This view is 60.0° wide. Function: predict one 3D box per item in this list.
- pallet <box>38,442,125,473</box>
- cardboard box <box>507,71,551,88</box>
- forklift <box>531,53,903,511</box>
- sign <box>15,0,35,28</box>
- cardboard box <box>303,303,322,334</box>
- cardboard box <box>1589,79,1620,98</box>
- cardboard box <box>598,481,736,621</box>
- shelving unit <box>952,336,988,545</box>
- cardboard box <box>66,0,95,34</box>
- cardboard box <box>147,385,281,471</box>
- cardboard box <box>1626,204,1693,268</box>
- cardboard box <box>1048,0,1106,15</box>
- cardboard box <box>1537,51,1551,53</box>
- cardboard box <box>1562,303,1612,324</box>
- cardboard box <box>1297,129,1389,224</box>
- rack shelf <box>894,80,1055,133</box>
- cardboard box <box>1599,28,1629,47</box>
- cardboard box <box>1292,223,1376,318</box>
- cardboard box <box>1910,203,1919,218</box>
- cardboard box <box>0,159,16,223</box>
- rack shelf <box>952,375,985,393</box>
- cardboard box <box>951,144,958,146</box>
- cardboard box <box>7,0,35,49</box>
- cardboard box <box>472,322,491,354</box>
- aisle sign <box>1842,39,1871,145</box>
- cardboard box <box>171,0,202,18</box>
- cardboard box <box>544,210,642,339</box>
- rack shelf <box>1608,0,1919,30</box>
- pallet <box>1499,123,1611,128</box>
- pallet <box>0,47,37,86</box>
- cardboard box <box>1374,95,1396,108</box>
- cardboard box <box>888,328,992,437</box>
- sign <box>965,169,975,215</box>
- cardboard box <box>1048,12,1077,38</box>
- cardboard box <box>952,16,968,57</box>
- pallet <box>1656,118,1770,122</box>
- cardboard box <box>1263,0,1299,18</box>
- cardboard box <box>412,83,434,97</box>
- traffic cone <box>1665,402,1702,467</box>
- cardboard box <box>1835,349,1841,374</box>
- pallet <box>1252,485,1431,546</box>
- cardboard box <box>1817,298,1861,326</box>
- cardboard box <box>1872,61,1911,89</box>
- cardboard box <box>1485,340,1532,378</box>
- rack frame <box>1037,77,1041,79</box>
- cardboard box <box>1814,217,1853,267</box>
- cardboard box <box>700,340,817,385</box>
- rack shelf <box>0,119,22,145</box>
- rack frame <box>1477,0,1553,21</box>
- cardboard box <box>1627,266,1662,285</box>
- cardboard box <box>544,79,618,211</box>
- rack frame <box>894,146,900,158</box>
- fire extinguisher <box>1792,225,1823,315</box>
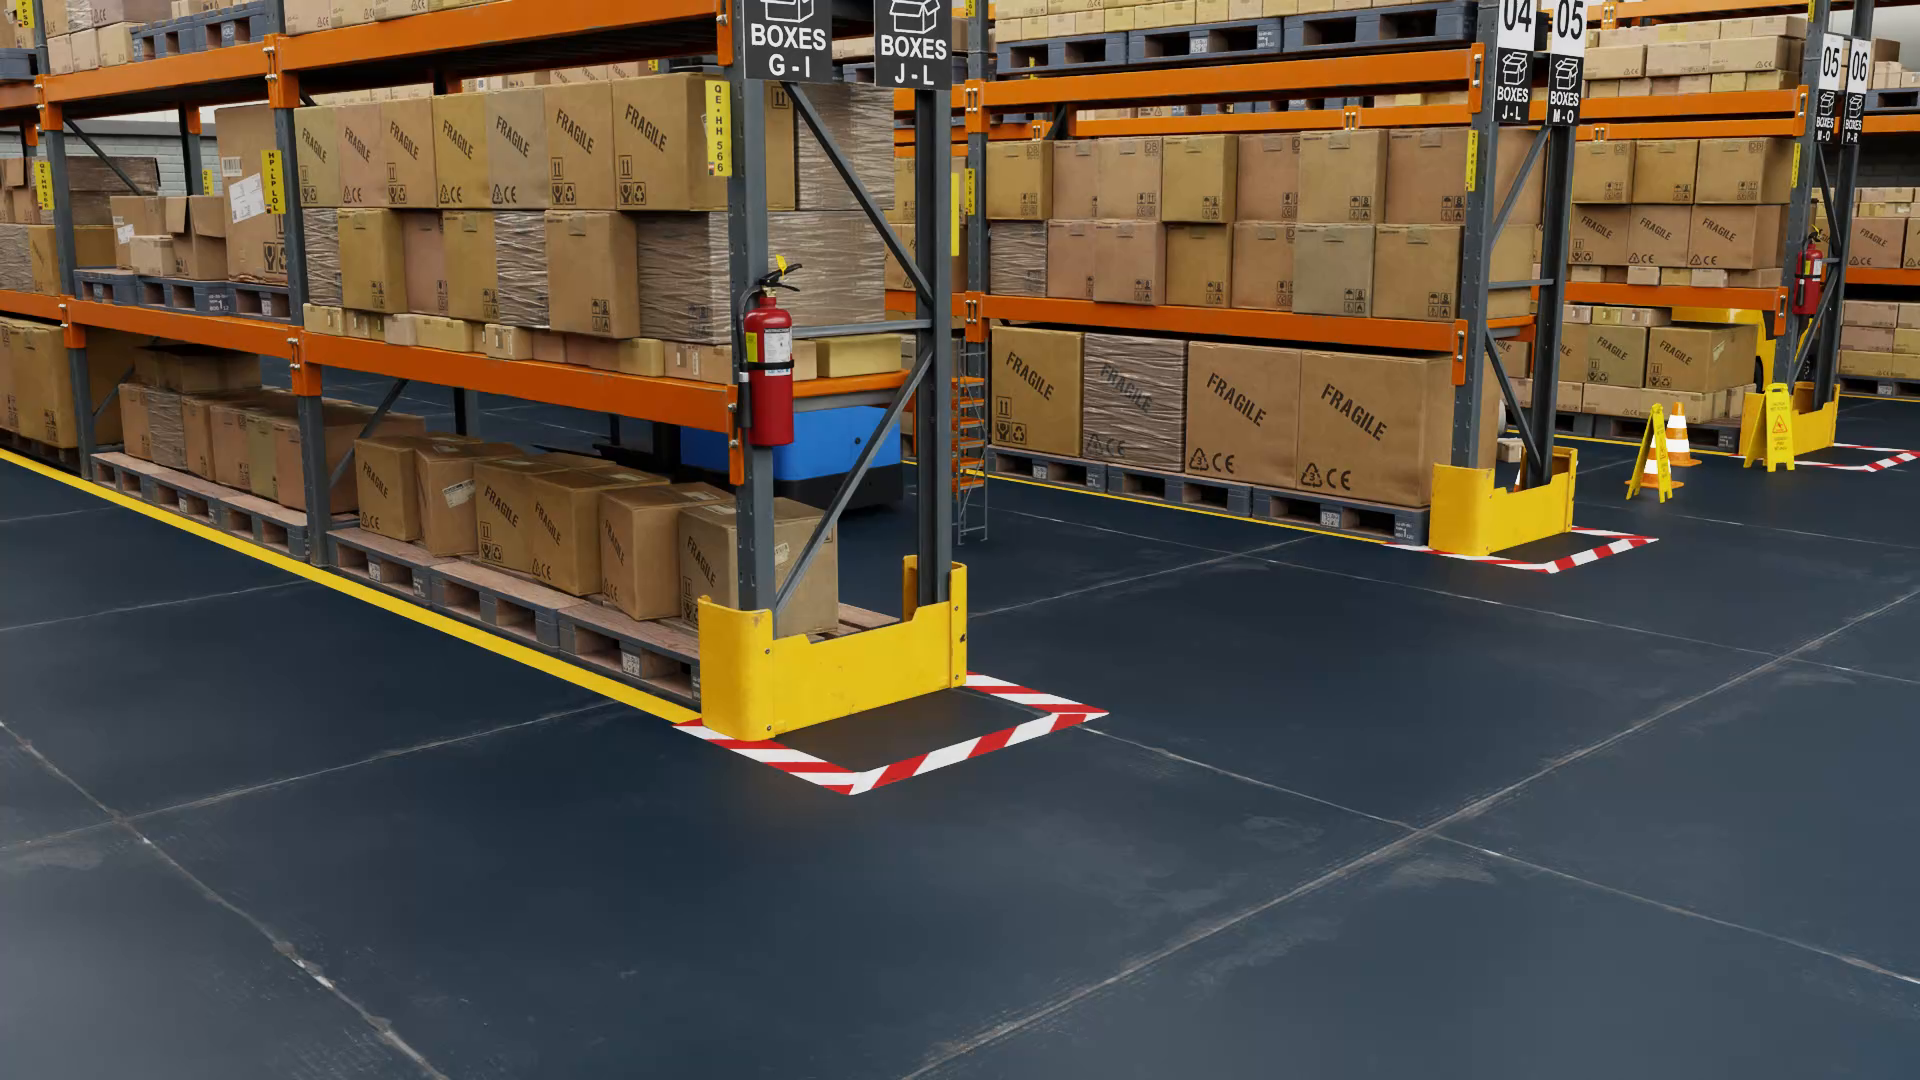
[{"bbox_3d":[-6.450,-0.730,12.932,1.003,0.211,1.213,-11,16,-43],"label":"pallet"},{"bbox_3d":[-4.093,-4.712,16.619,0.797,0.503,0.637,-11,16,-43],"label":"cardboard box"},{"bbox_3d":[-1.801,-1.763,11.207,3.031,2.935,1.130,10,16,41],"label":"forklift"},{"bbox_3d":[-6.367,-3.655,11.309,0.100,0.325,0.005,-11,16,-43],"label":"sign"},{"bbox_3d":[-3.266,-1.190,8.877,0.380,0.149,0.250,-11,16,-43],"label":"cardboard box"},{"bbox_3d":[5.420,-3.734,13.789,0.250,0.149,0.380,11,16,44],"label":"cardboard box"},{"bbox_3d":[-1.292,0.040,7.438,0.500,0.500,0.500,-6,13,-28],"label":"cardboard box"},{"bbox_3d":[0.010,-0.586,9.780,0.258,1.200,0.189,-11,16,-43],"label":"shelving unit"},{"bbox_3d":[-5.474,-3.554,10.809,0.500,0.500,0.500,-11,16,-42],"label":"cardboard box"},{"bbox_3d":[-5.090,-0.787,11.403,0.500,0.500,0.700,10,15,40],"label":"cardboard box"},{"bbox_3d":[5.816,-2.493,13.593,0.500,0.500,0.500,-11,16,-42],"label":"cardboard box"},{"bbox_3d":[0.945,-3.675,11.229,0.500,0.250,0.500,-11,16,-43],"label":"cardboard box"},{"bbox_3d":[5.126,-3.984,14.017,0.500,0.250,0.500,-11,16,-42],"label":"cardboard box"},{"bbox_3d":[5.336,-1.928,14.145,0.380,0.149,0.250,-10,15,-40],"label":"cardboard box"},{"bbox_3d":[2.547,-2.208,10.149,0.875,0.550,0.550,-11,16,-43],"label":"cardboard box"},{"bbox_3d":[-0.921,-3.472,13.677,1.077,0.370,4.000,-11,16,-43],"label":"rack shelf"},{"bbox_3d":[5.482,-4.129,13.732,0.250,0.149,0.380,11,16,44],"label":"cardboard box"},{"bbox_3d":[2.538,-1.678,10.249,0.875,0.550,0.550,-11,16,-43],"label":"cardboard box"},{"bbox_3d":[9.680,-3.287,16.578,0.380,0.149,0.250,-11,16,-42],"label":"cardboard box"},{"bbox_3d":[-7.369,-2.812,13.393,0.797,0.503,0.637,-10,15,-41],"label":"cardboard box"},{"bbox_3d":[0.010,-0.895,9.716,0.258,0.103,0.180,-11,16,-43],"label":"rack shelf"},{"bbox_3d":[-0.029,-6.316,26.323,0.380,0.149,0.250,-11,16,-43],"label":"cardboard box"},{"bbox_3d":[-6.433,-3.775,12.069,0.797,0.503,0.637,-10,15,-39],"label":"cardboard box"},{"bbox_3d":[-2.015,-0.943,7.677,0.380,0.149,0.250,-11,16,-43],"label":"cardboard box"},{"bbox_3d":[6.999,-3.491,12.980,0.394,0.787,0.004,-11,16,-43],"label":"aisle sign"},{"bbox_3d":[-4.564,-3.207,10.147,0.250,0.166,0.380,11,16,44],"label":"cardboard box"},{"bbox_3d":[-1.227,-1.138,7.015,0.875,0.500,0.500,-11,16,-43],"label":"cardboard box"},{"bbox_3d":[8.939,-5.558,17.361,1.077,0.370,4.000,-11,16,-43],"label":"rack shelf"},{"bbox_3d":[6.939,-4.962,19.603,1.217,0.209,0.805,11,16,43],"label":"pallet"},{"bbox_3d":[-6.443,-3.433,12.178,1.213,0.211,1.003,-10,15,-40],"label":"pallet"},{"bbox_3d":[4.008,-4.033,15.242,0.380,0.149,0.250,-11,16,-43],"label":"cardboard box"},{"bbox_3d":[-0.034,-1.245,13.054,1.050,0.750,0.750,-11,16,-43],"label":"cardboard box"},{"bbox_3d":[0.074,-2.514,12.008,0.100,0.325,0.005,-11,16,-43],"label":"sign"},{"bbox_3d":[0.817,-3.489,11.313,0.380,0.149,0.250,-11,16,-43],"label":"cardboard box"},{"bbox_3d":[-0.144,-3.794,12.543,0.500,0.250,0.500,-11,16,-42],"label":"cardboard box"},{"bbox_3d":[8.165,-4.765,18.390,1.003,0.211,1.213,-11,16,-43],"label":"pallet"},{"bbox_3d":[2.044,-3.230,10.055,0.380,0.149,0.250,-11,16,-43],"label":"cardboard box"},{"bbox_3d":[-5.568,-4.903,17.975,0.500,0.250,0.500,11,16,42],"label":"cardboard box"},{"bbox_3d":[5.503,-0.824,12.765,0.336,0.463,0.334,-11,16,-43],"label":"traffic cone"},{"bbox_3d":[9.091,-1.908,17.510,0.500,0.250,0.500,-11,16,-42],"label":"cardboard box"},{"bbox_3d":[2.613,-0.219,10.452,1.003,0.211,1.213,-11,16,-43],"label":"pallet"},{"bbox_3d":[9.064,-2.394,17.395,0.500,0.250,0.500,-11,16,-42],"label":"cardboard box"},{"bbox_3d":[9.353,-4.649,16.656,0.396,0.266,0.258,-11,16,-42],"label":"cardboard box"},{"bbox_3d":[4.917,-1.718,14.730,0.500,0.500,0.500,-10,15,-40],"label":"cardboard box"},{"bbox_3d":[1.208,-6.289,18.139,1.000,3.000,0.127,-11,16,-43],"label":"rack frame"},{"bbox_3d":[9.084,-3.112,17.334,0.500,0.500,0.500,-11,16,-44],"label":"cardboard box"},{"bbox_3d":[-0.781,-0.692,6.462,0.380,0.149,0.250,-11,16,-43],"label":"cardboard box"},{"bbox_3d":[-10.103,-3.963,16.061,1.077,0.370,4.000,-11,16,-43],"label":"rack shelf"},{"bbox_3d":[3.222,-4.417,9.052,1.000,3.000,0.127,-11,16,-43],"label":"rack frame"},{"bbox_3d":[5.703,-2.181,13.685,0.380,0.149,0.250,-11,16,-42],"label":"cardboard box"},{"bbox_3d":[-1.343,-1.605,6.806,0.500,0.500,0.500,-11,16,-43],"label":"cardboard box"},{"bbox_3d":[-0.729,-5.211,27.771,1.000,3.000,0.127,-11,16,-43],"label":"rack frame"},{"bbox_3d":[6.478,-2.065,12.692,0.296,0.674,0.183,-11,16,-43],"label":"fire extinguisher"}]
